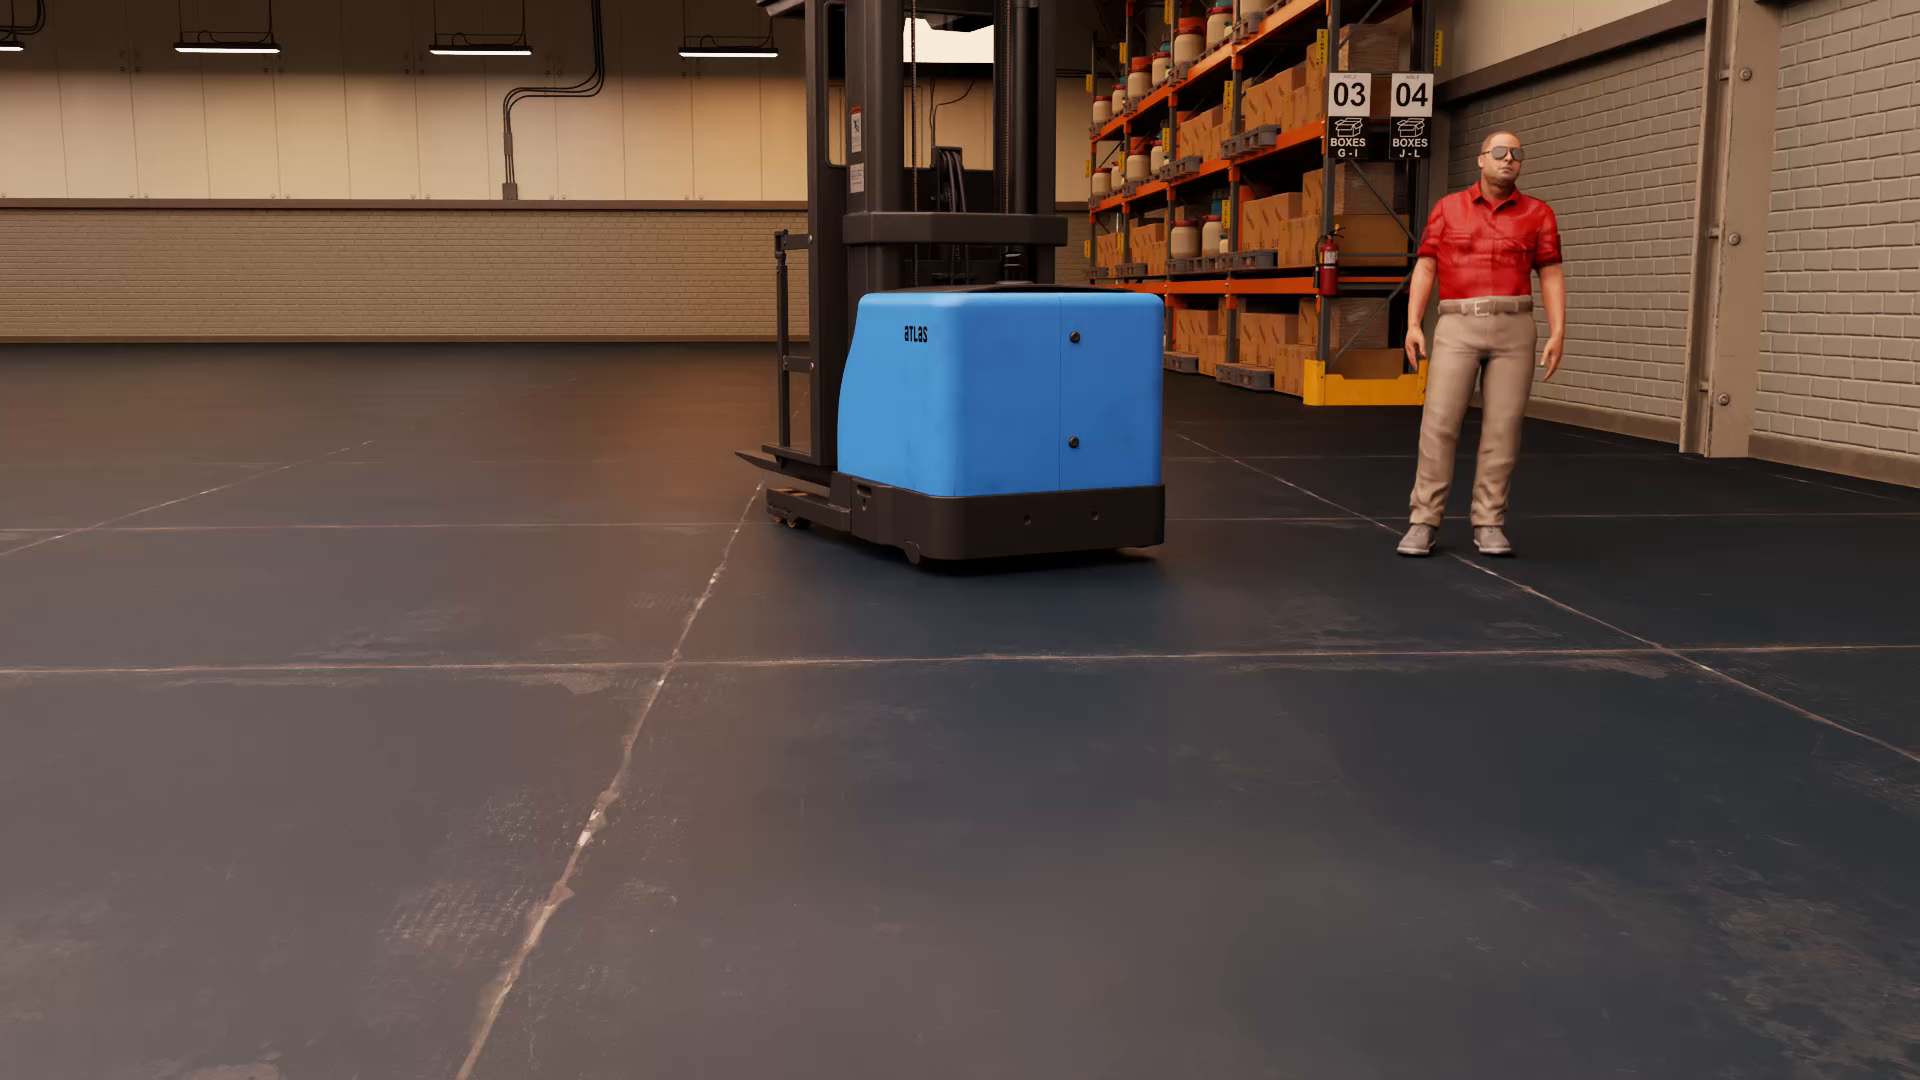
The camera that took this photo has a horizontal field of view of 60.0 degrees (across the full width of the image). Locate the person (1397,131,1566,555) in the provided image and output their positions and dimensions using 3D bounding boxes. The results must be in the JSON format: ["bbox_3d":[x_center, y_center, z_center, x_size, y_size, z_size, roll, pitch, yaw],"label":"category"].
[{"bbox_3d":[2.164,-0.812,6.859,0.640,1.729,0.533,2,9,14],"label":"person"}]

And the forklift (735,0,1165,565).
[{"bbox_3d":[-0.264,-1.530,7.637,1.130,2.935,3.031,-4,9,-25],"label":"forklift"}]
